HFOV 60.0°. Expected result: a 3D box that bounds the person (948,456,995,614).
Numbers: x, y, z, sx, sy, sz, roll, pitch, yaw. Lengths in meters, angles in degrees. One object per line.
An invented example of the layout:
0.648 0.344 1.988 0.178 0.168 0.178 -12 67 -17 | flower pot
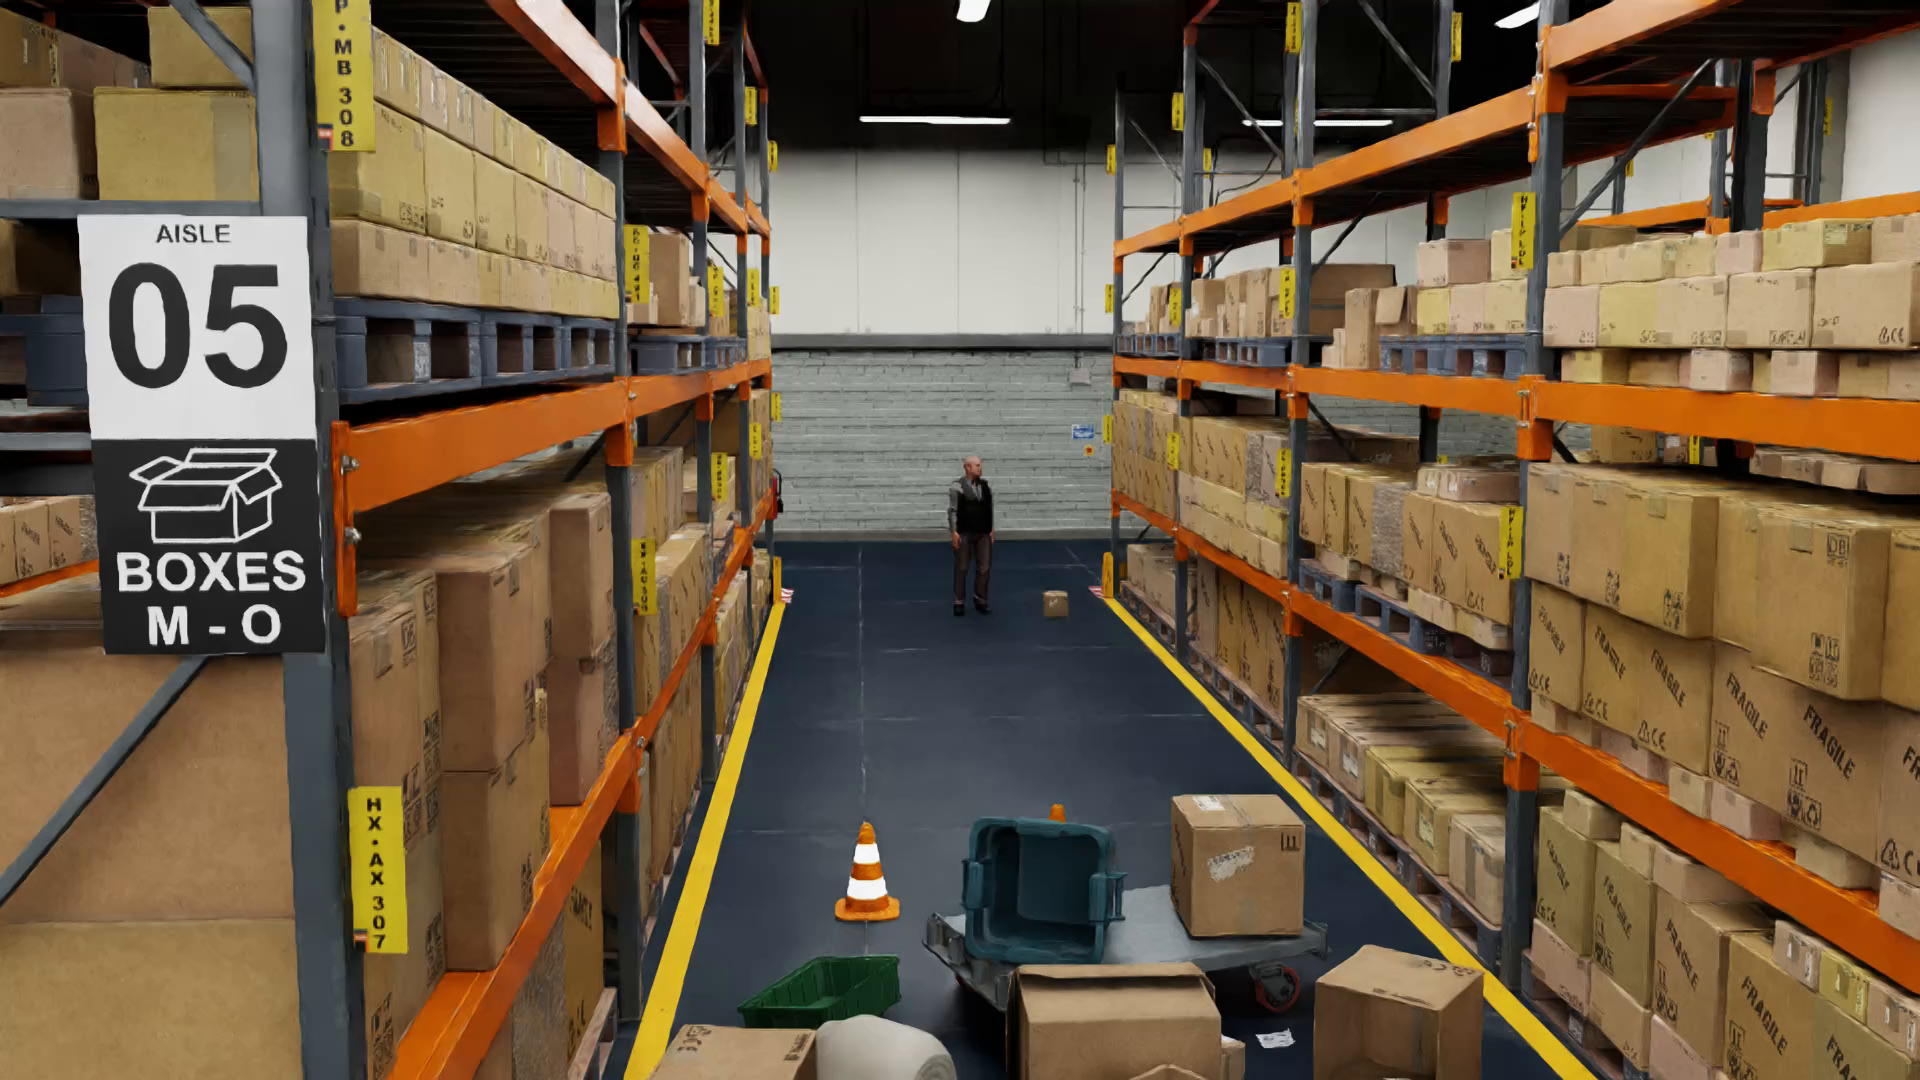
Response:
0.134 -0.058 18.169 0.543 1.724 0.375 -3 8 -27 | person
